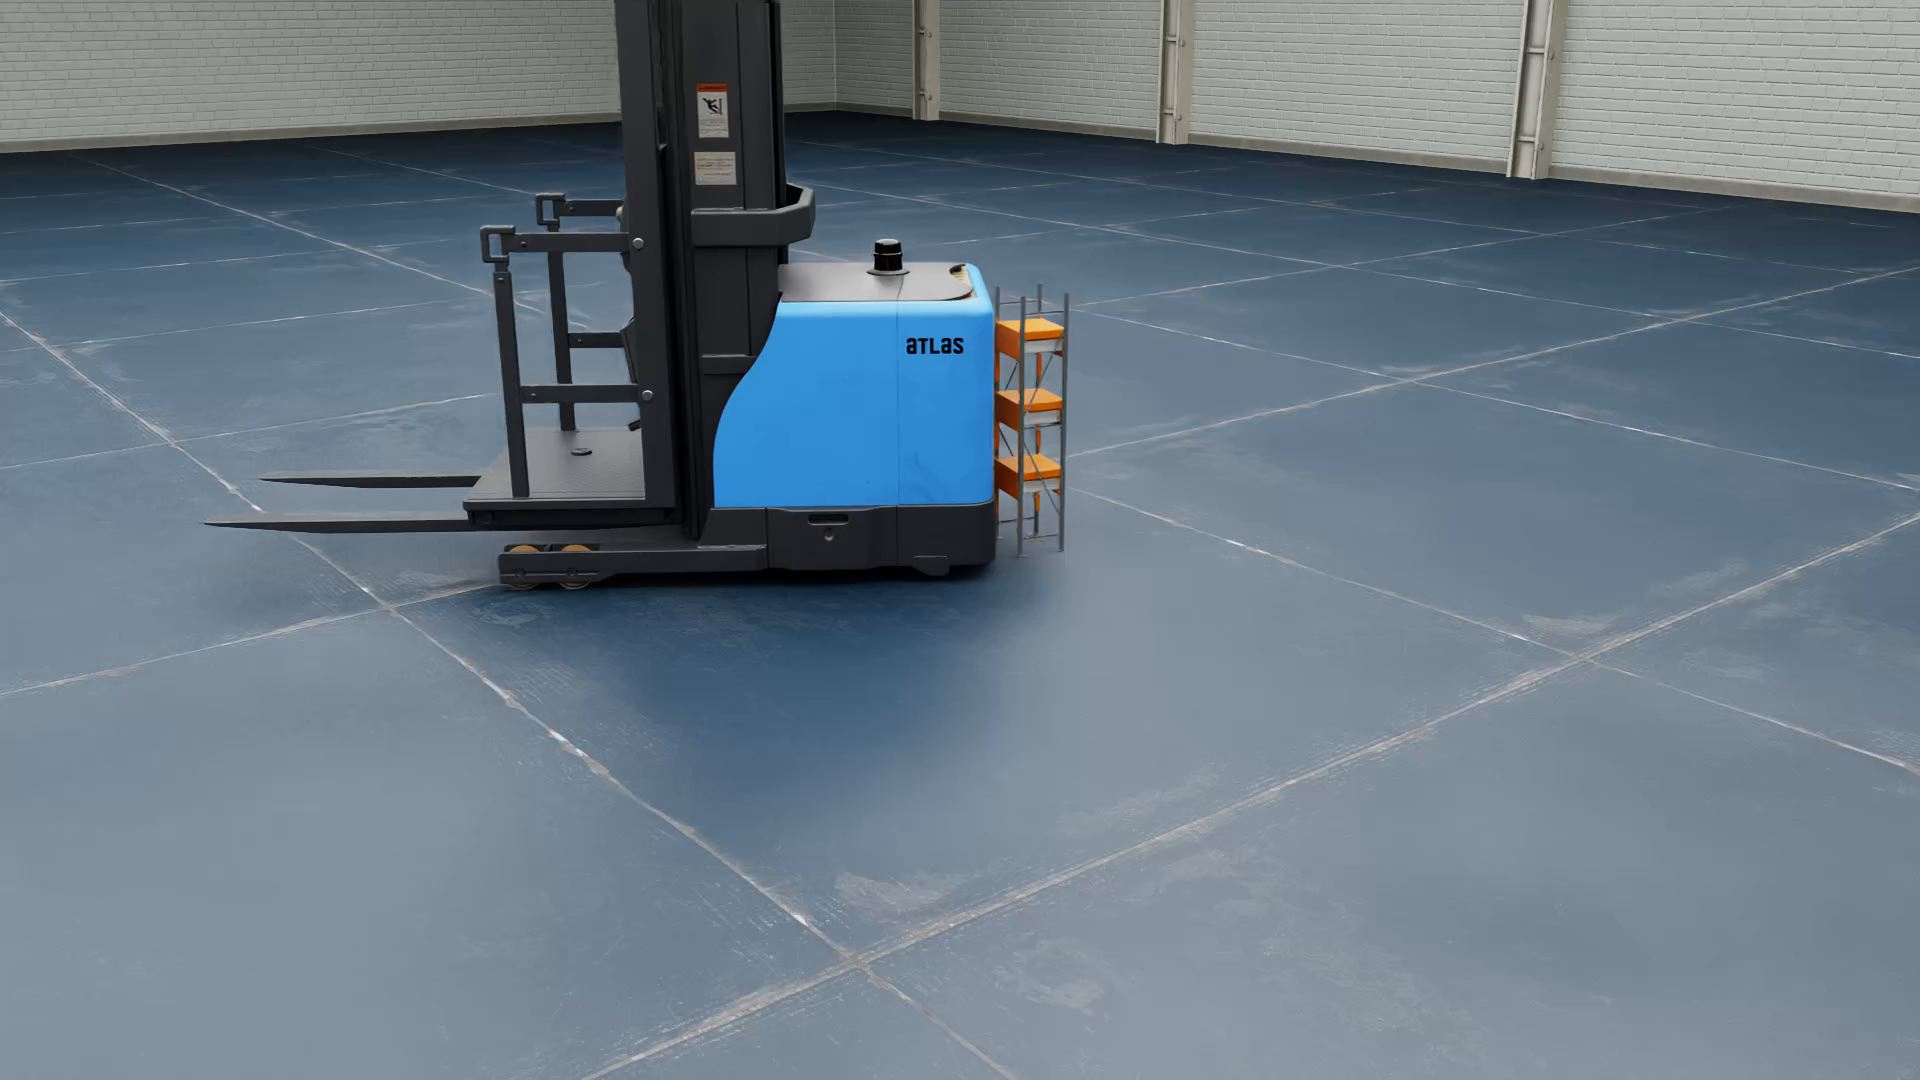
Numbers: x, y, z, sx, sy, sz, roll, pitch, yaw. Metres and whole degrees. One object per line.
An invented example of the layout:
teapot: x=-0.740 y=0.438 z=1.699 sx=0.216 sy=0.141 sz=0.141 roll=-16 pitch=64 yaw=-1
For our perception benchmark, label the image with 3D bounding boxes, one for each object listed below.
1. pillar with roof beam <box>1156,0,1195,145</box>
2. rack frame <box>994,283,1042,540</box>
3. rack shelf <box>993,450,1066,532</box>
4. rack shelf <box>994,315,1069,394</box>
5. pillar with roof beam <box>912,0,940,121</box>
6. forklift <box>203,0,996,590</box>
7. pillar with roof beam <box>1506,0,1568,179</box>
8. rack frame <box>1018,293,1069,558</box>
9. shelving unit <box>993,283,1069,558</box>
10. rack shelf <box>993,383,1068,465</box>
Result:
pillar with roof beam: x=-0.234 y=-9.298 z=20.627 sx=9.100 sy=9.000 sz=0.400 roll=-14 pitch=23 yaw=-36
rack frame: x=0.233 y=-0.511 z=6.734 sx=0.200 sy=1.050 sz=0.008 roll=-7 pitch=20 yaw=-21
rack shelf: x=0.279 y=-0.201 z=6.718 sx=0.215 sy=0.259 sz=0.240 roll=-7 pitch=20 yaw=-21
rack shelf: x=0.279 y=-0.734 z=6.541 sx=0.215 sy=0.259 sz=0.240 roll=-7 pitch=20 yaw=-21
pillar with roof beam: x=-3.960 y=-10.777 z=25.092 sx=9.100 sy=9.000 sz=0.400 roll=-14 pitch=23 yaw=-36
forklift: x=-1.396 y=-1.371 z=6.341 sx=3.031 sy=2.935 sz=1.130 roll=-1 pitch=18 yaw=-2
pillar with roof beam: x=3.491 y=-7.820 z=16.162 sx=9.100 sy=9.000 sz=0.400 roll=-14 pitch=23 yaw=-36
rack frame: x=0.325 y=-0.440 z=6.520 sx=0.200 sy=1.050 sz=0.008 roll=-7 pitch=20 yaw=-21
shelving unit: x=0.279 y=-0.475 z=6.627 sx=0.215 sy=1.050 sz=0.252 roll=-7 pitch=20 yaw=-21
rack shelf: x=0.279 y=-0.465 z=6.630 sx=0.215 sy=0.259 sz=0.240 roll=-7 pitch=20 yaw=-21
